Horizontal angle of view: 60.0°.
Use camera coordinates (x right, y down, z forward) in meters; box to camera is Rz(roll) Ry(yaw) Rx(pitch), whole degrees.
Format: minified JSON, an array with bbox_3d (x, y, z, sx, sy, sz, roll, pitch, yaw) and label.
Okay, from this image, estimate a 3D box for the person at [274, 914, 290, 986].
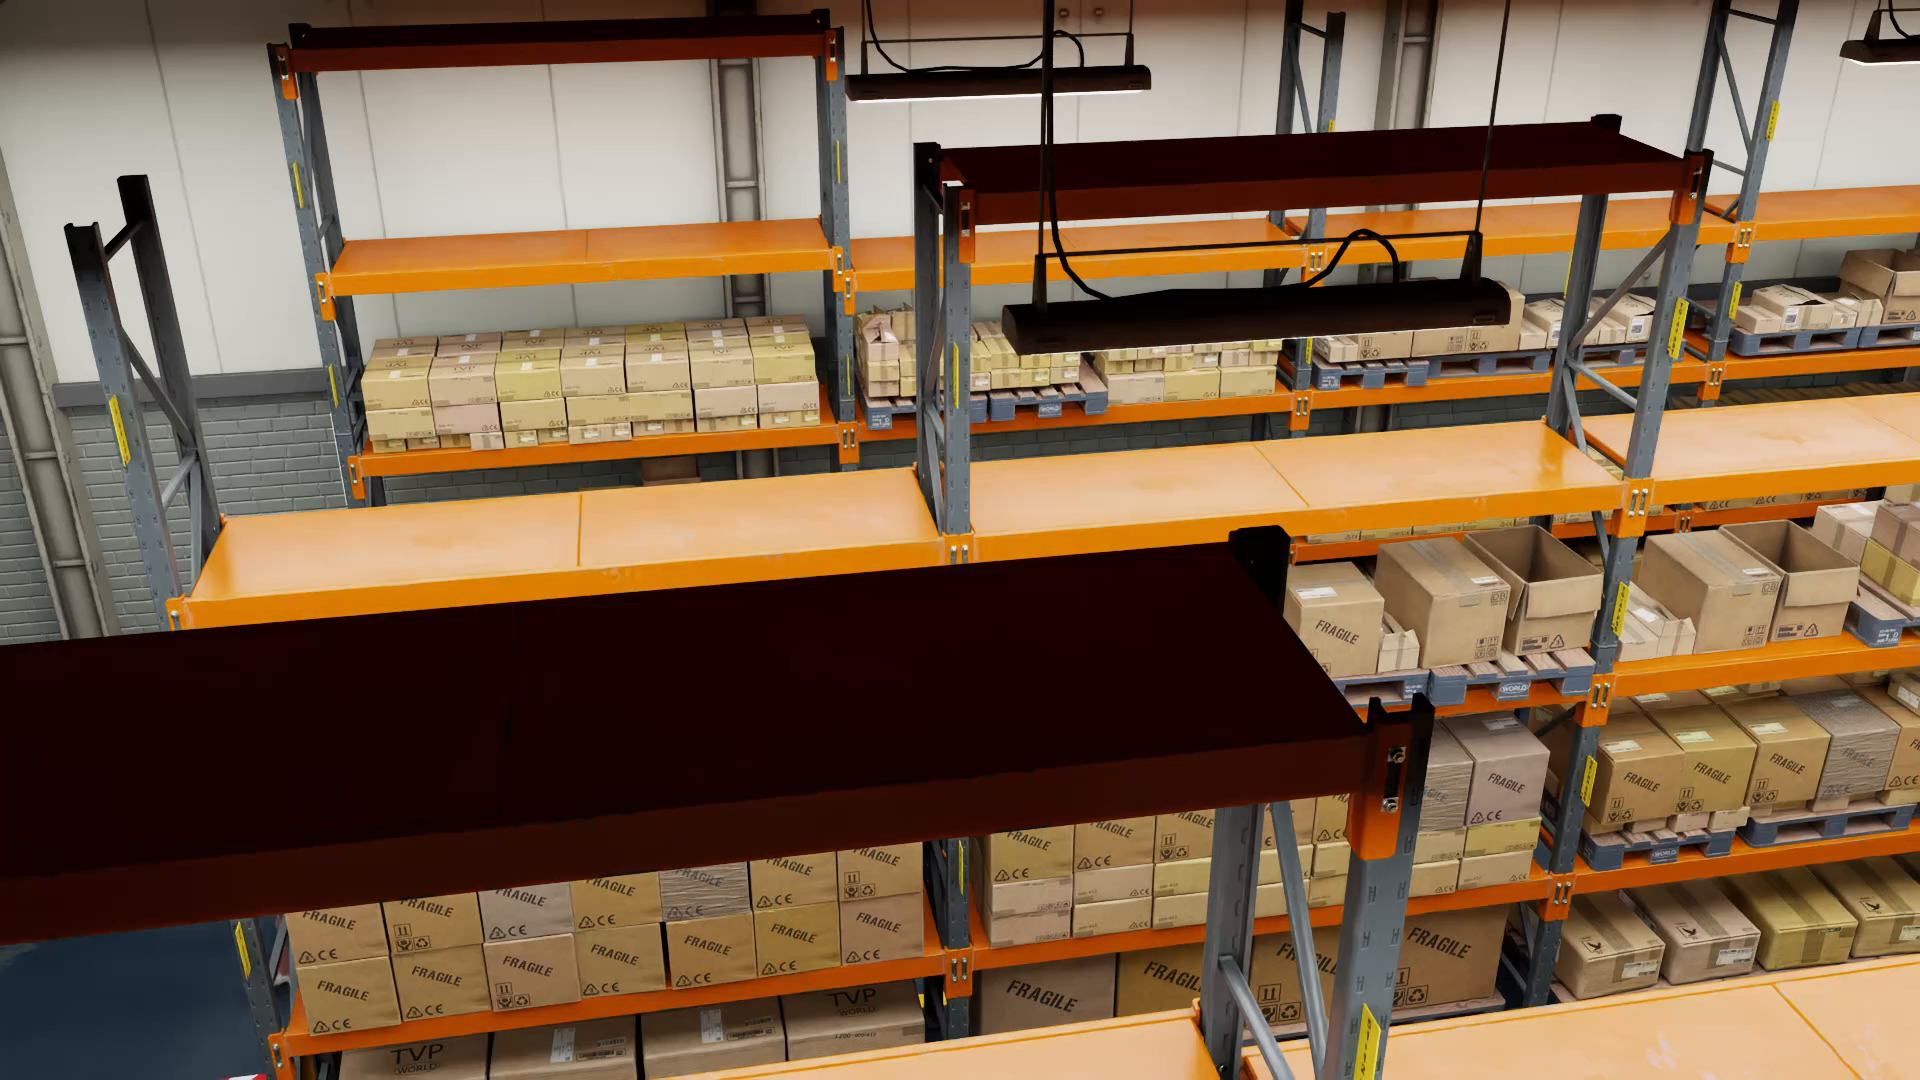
[{"bbox_3d":[-4.543,2.415,11.418,0.730,1.653,0.472,-13,29,-25],"label":"person"}]
